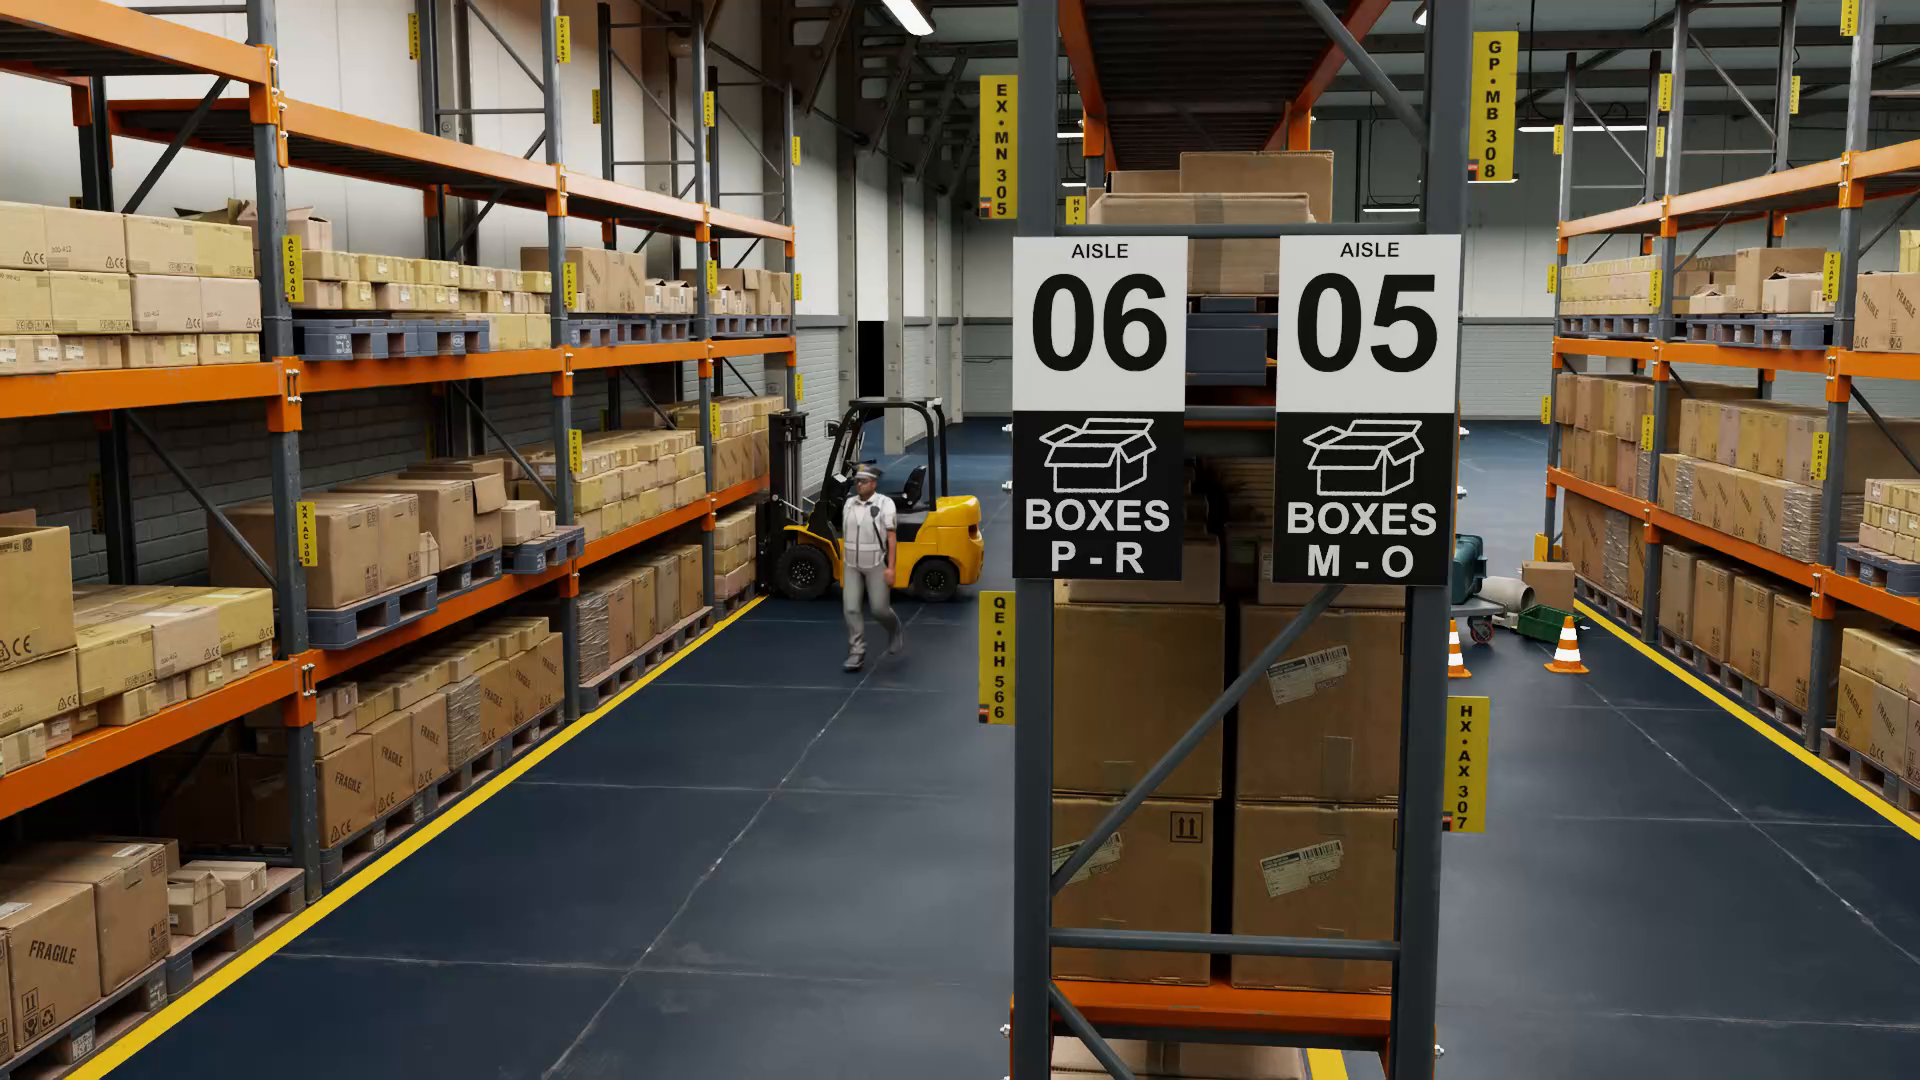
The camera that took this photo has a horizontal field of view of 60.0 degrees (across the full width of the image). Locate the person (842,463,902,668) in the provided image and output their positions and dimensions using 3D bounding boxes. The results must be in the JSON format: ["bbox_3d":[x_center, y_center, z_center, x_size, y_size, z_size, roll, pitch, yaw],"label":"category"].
[{"bbox_3d":[-0.786,0.205,14.469,0.543,1.749,0.707,3,8,21],"label":"person"}]
